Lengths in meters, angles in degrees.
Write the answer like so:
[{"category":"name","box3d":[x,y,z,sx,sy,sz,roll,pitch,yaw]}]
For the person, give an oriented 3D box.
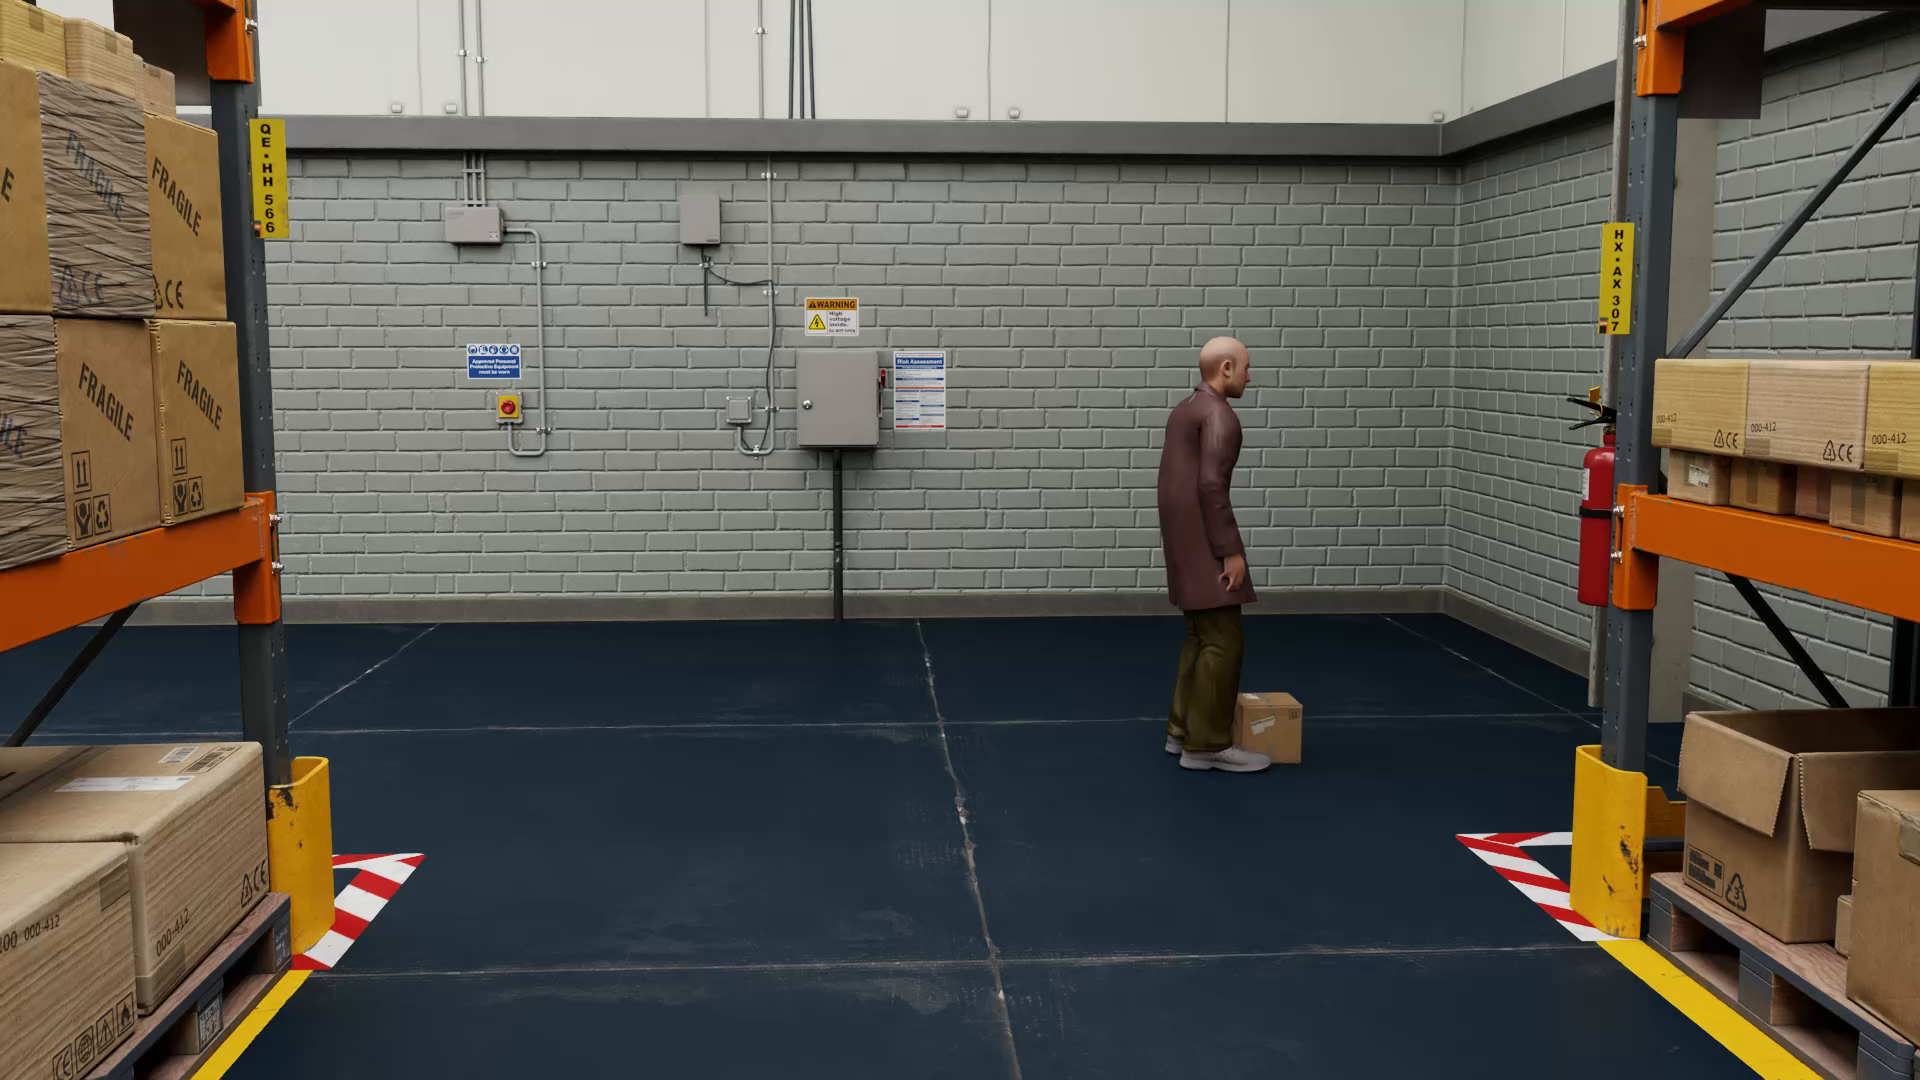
[{"category":"person","box3d":[1.044,0.140,6.955,0.428,1.575,0.642,-1,7,-6]}]
